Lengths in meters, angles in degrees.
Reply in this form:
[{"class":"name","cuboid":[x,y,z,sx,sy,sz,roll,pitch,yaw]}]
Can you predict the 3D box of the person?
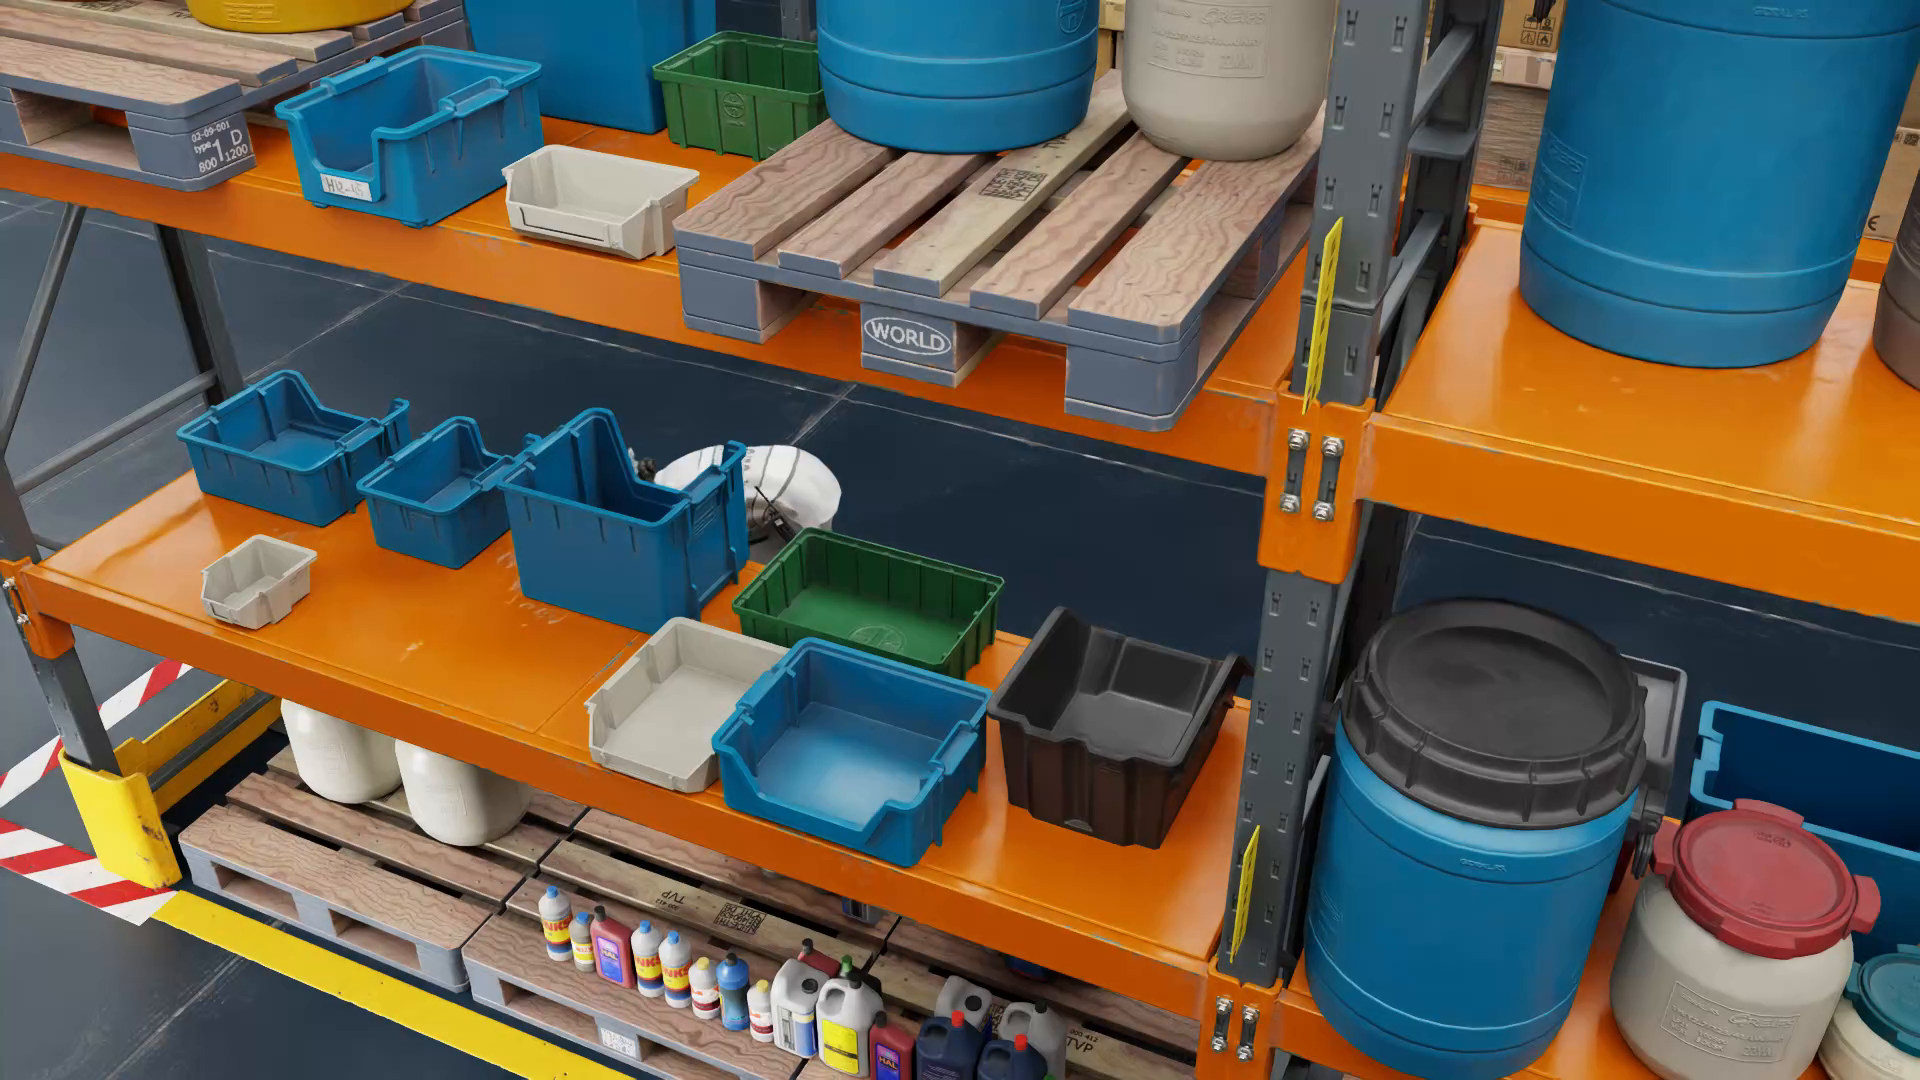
[{"class":"person","cuboid":[-0.927,0.108,6.544,0.940,1.040,0.426,2,34,3]}]
